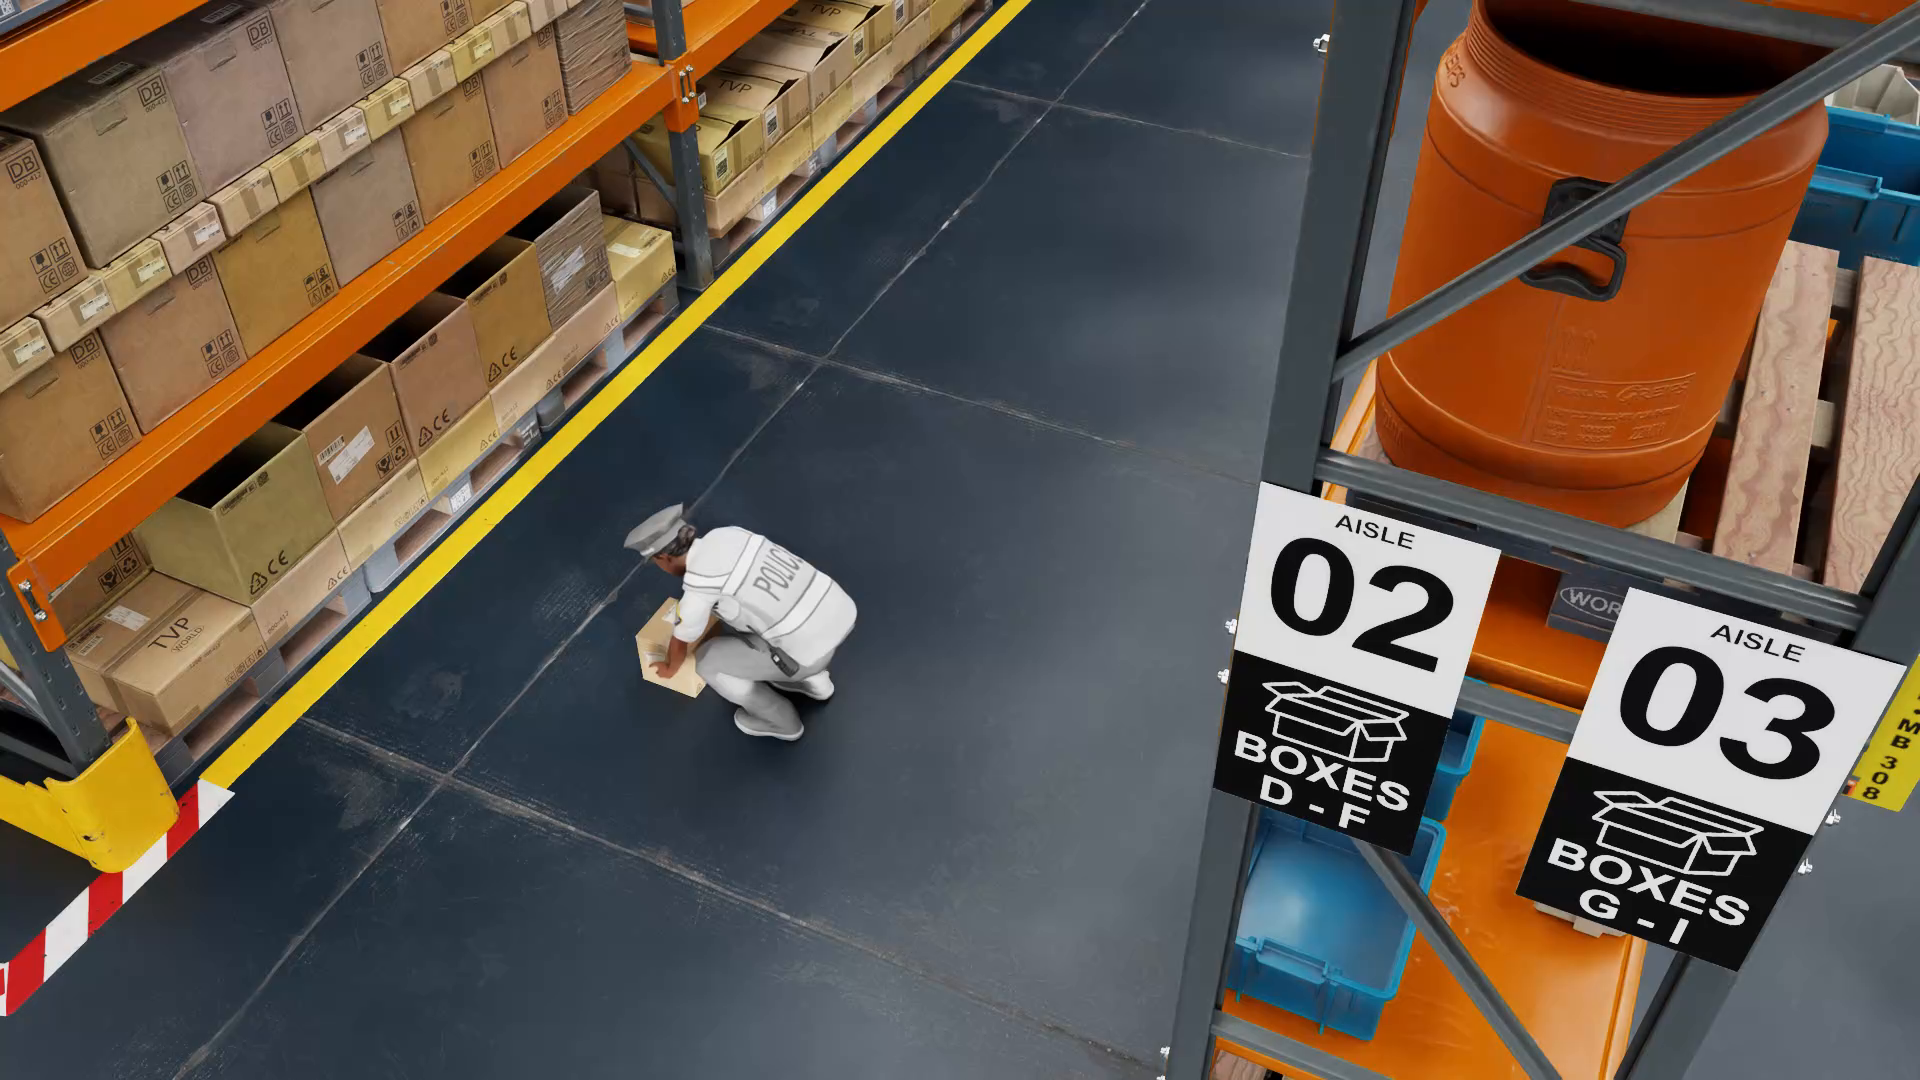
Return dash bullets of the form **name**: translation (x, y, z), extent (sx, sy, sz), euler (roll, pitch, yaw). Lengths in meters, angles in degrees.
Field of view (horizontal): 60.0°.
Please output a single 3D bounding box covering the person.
- **person**: translation (-0.828, 0.299, 6.381), extent (0.863, 0.931, 0.479), euler (17, 45, 18)
